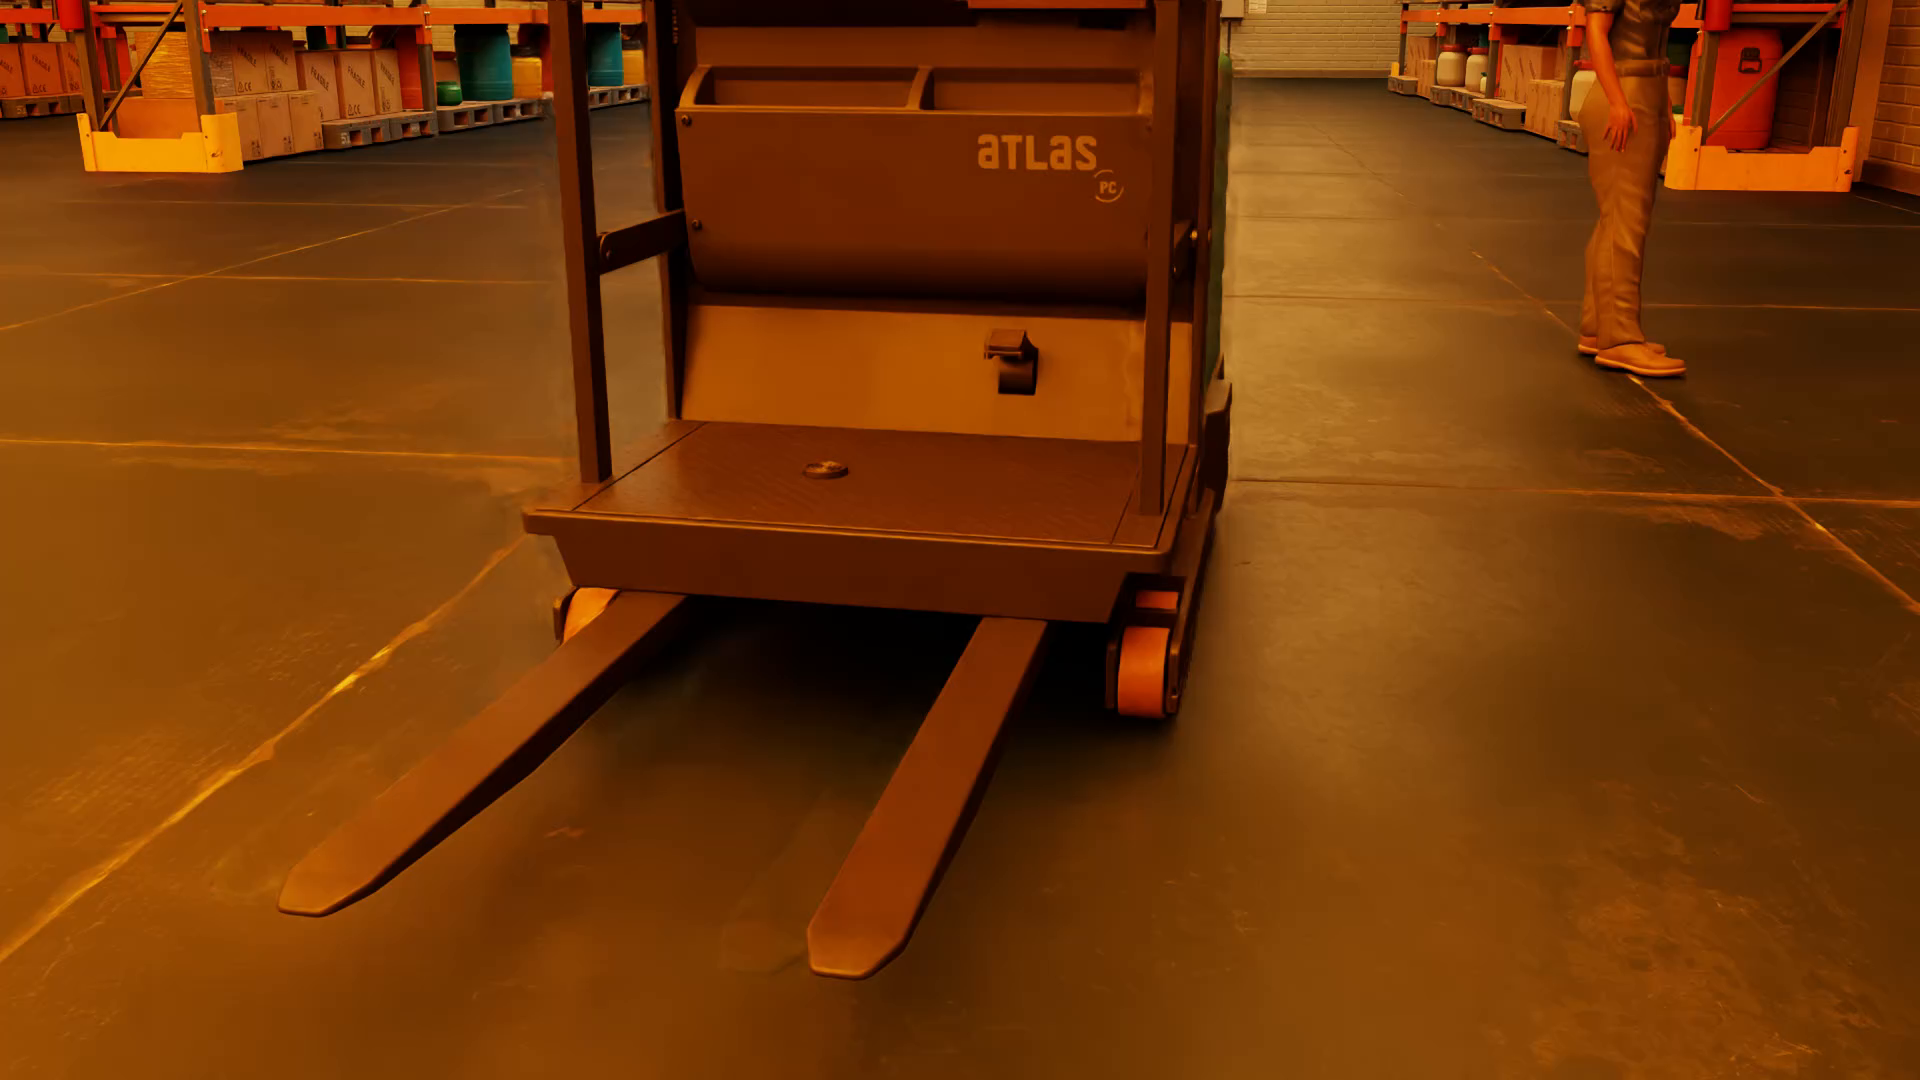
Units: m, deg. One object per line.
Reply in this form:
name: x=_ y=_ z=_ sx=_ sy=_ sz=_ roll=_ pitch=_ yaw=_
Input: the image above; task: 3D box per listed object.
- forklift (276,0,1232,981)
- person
forklift: x=-0.112 y=-1.209 z=2.787 sx=1.130 sy=2.935 sz=3.031 roll=4 pitch=18 yaw=11
person: x=2.331 y=-1.421 z=5.571 sx=0.500 sy=1.659 sz=0.564 roll=13 pitch=22 yaw=35
